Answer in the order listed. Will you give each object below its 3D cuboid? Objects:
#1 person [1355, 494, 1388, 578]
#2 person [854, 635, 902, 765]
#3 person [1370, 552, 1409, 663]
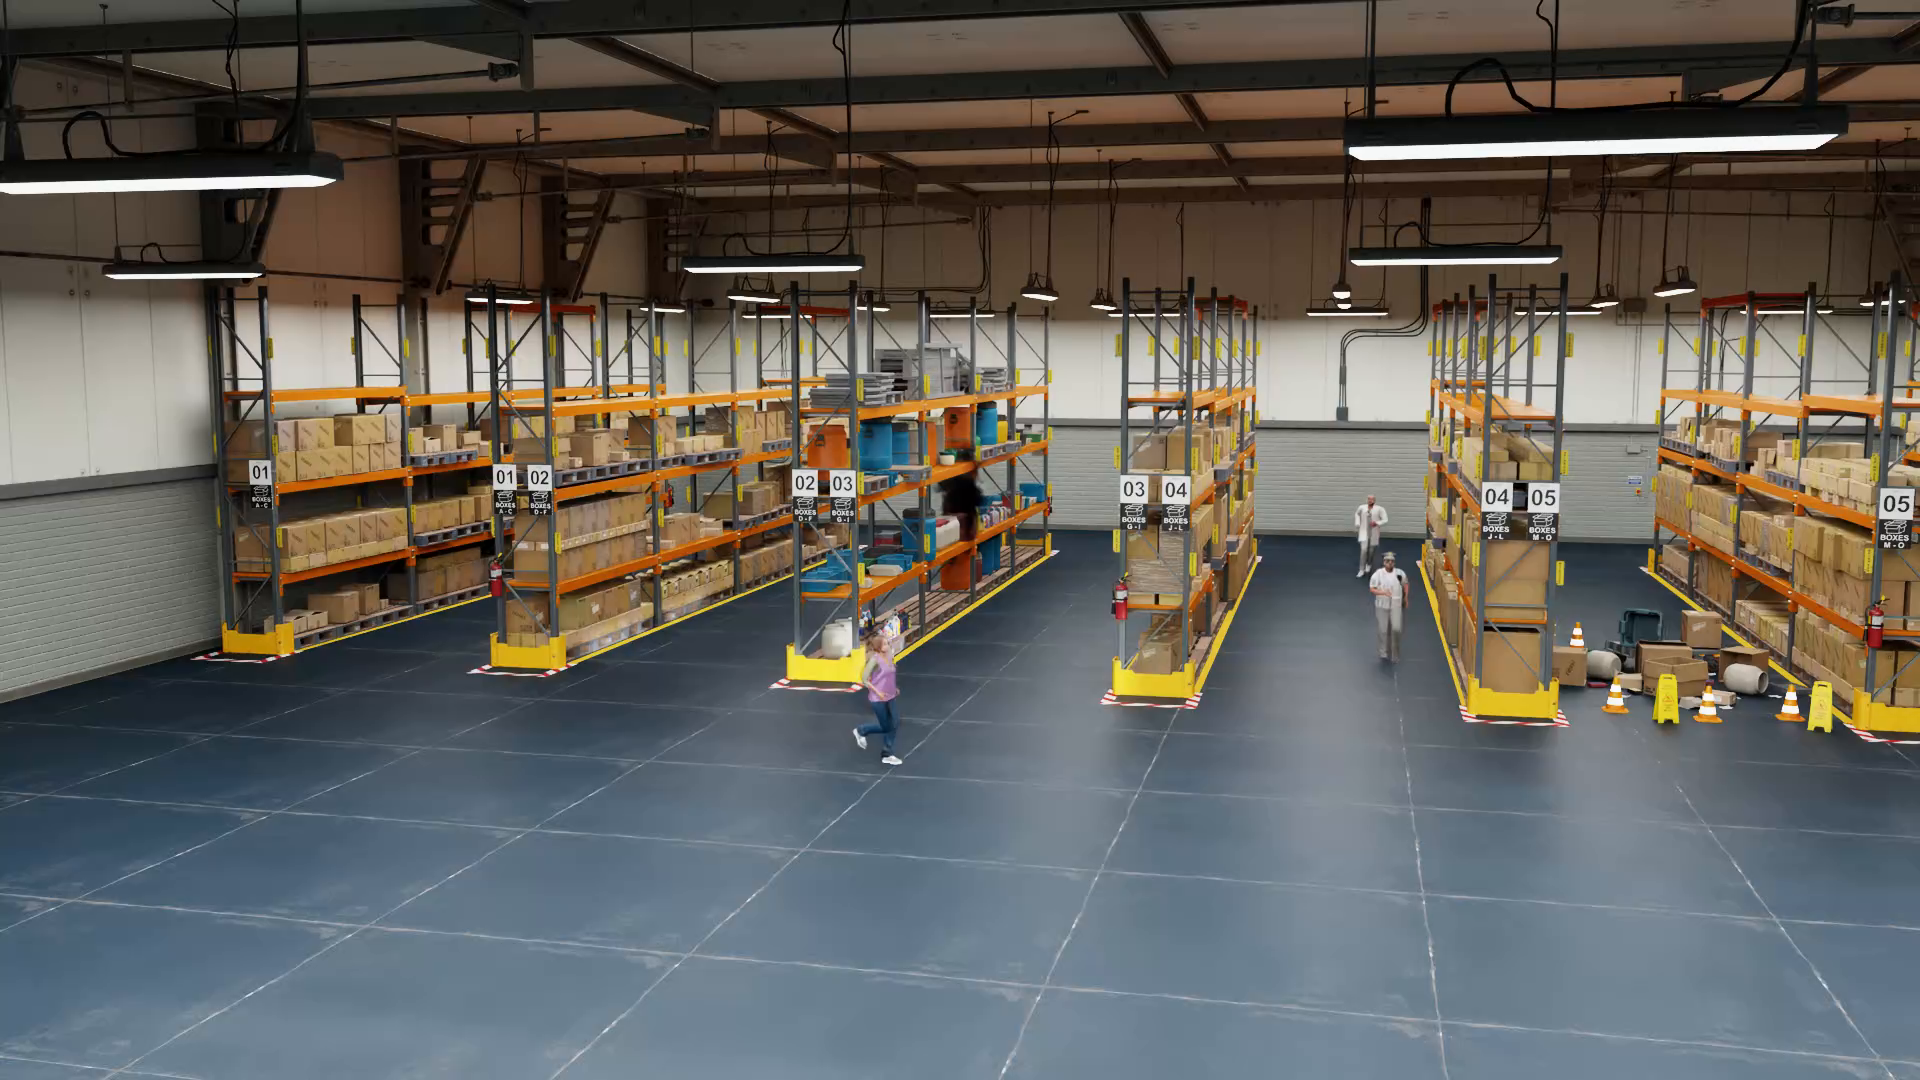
[{"bbox_3d":[9.095,-0.107,36.811,0.711,1.822,0.916,2,7,16],"label":"person"},{"bbox_3d":[-0.954,1.920,20.130,0.638,1.552,0.554,4,8,32],"label":"person"},{"bbox_3d":[6.876,1.078,26.616,0.640,1.792,0.702,1,7,9],"label":"person"}]
